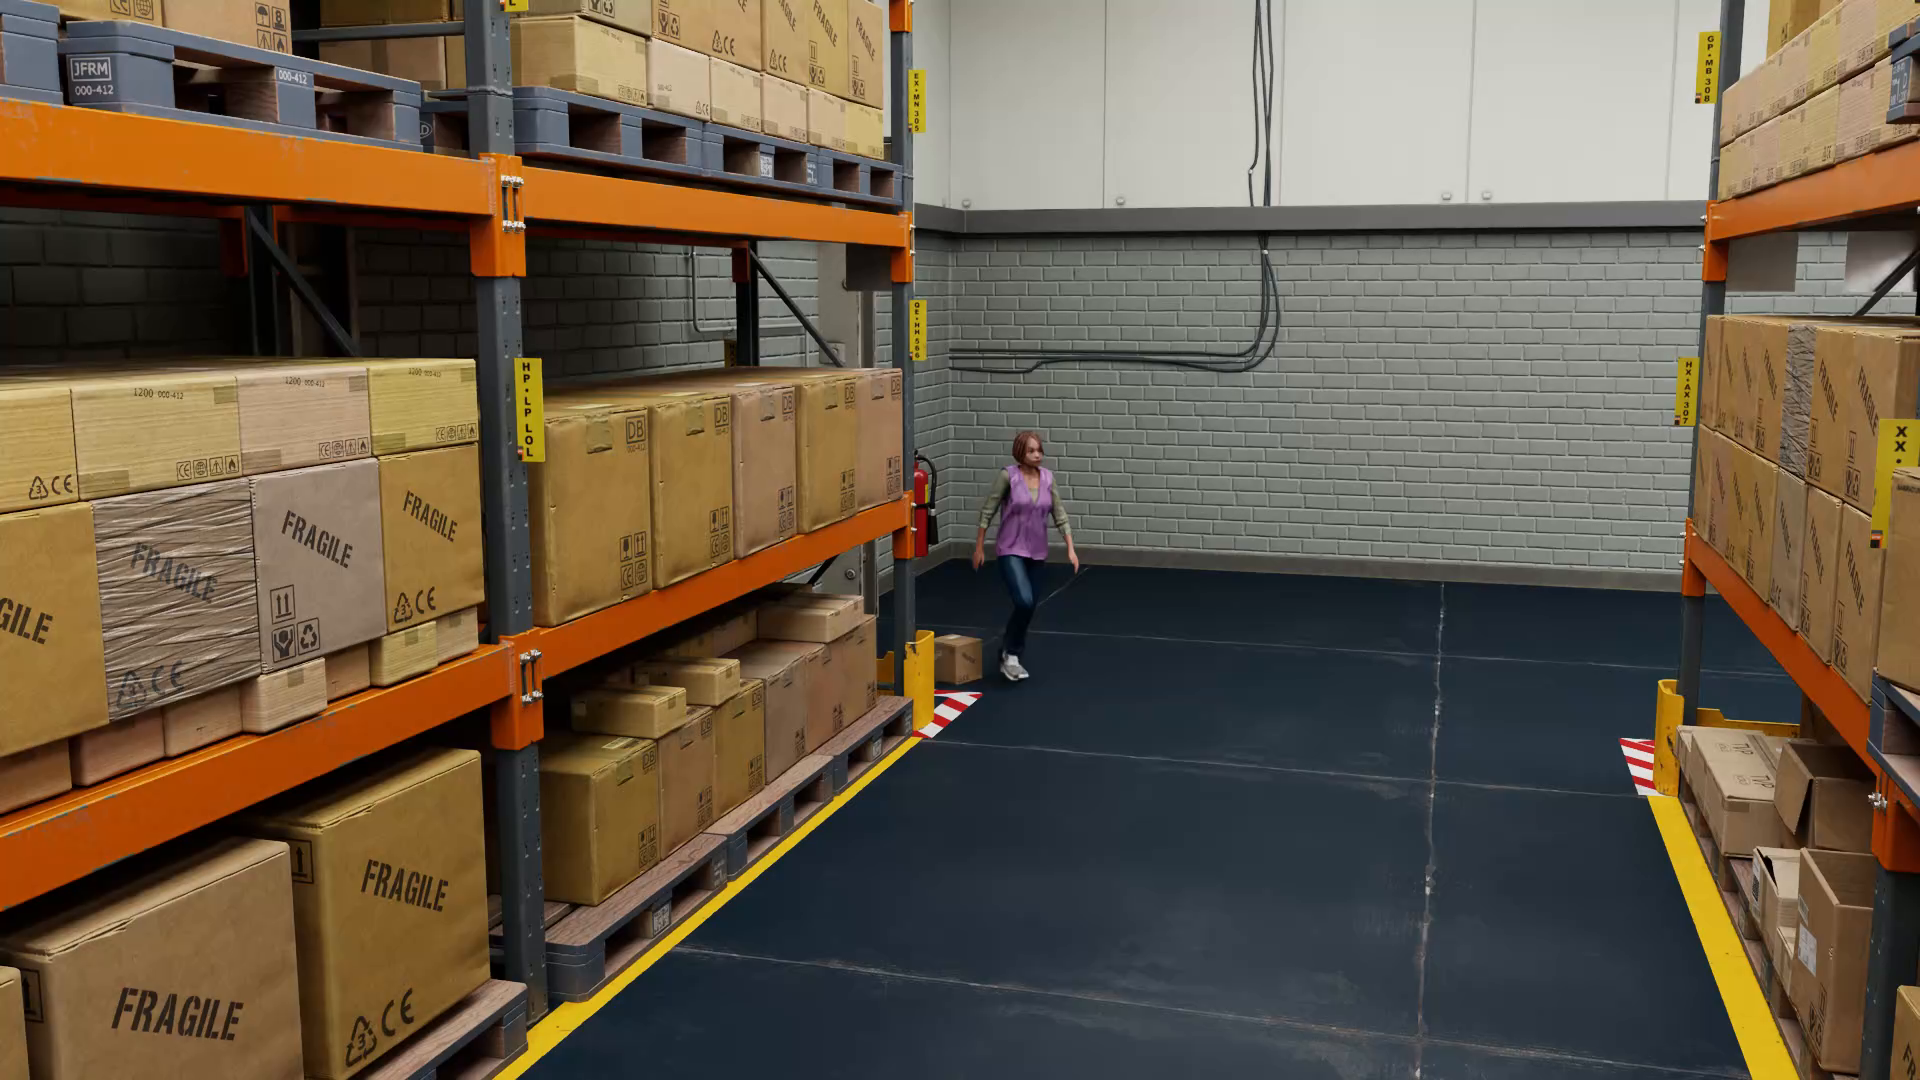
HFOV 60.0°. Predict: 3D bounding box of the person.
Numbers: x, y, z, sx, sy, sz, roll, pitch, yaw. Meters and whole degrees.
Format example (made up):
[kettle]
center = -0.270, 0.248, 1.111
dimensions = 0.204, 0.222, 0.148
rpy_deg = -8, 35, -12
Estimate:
[person]
center = 0.387, 0.102, 10.220
dimensions = 0.540, 1.569, 0.568
rpy_deg = -5, 10, -28
